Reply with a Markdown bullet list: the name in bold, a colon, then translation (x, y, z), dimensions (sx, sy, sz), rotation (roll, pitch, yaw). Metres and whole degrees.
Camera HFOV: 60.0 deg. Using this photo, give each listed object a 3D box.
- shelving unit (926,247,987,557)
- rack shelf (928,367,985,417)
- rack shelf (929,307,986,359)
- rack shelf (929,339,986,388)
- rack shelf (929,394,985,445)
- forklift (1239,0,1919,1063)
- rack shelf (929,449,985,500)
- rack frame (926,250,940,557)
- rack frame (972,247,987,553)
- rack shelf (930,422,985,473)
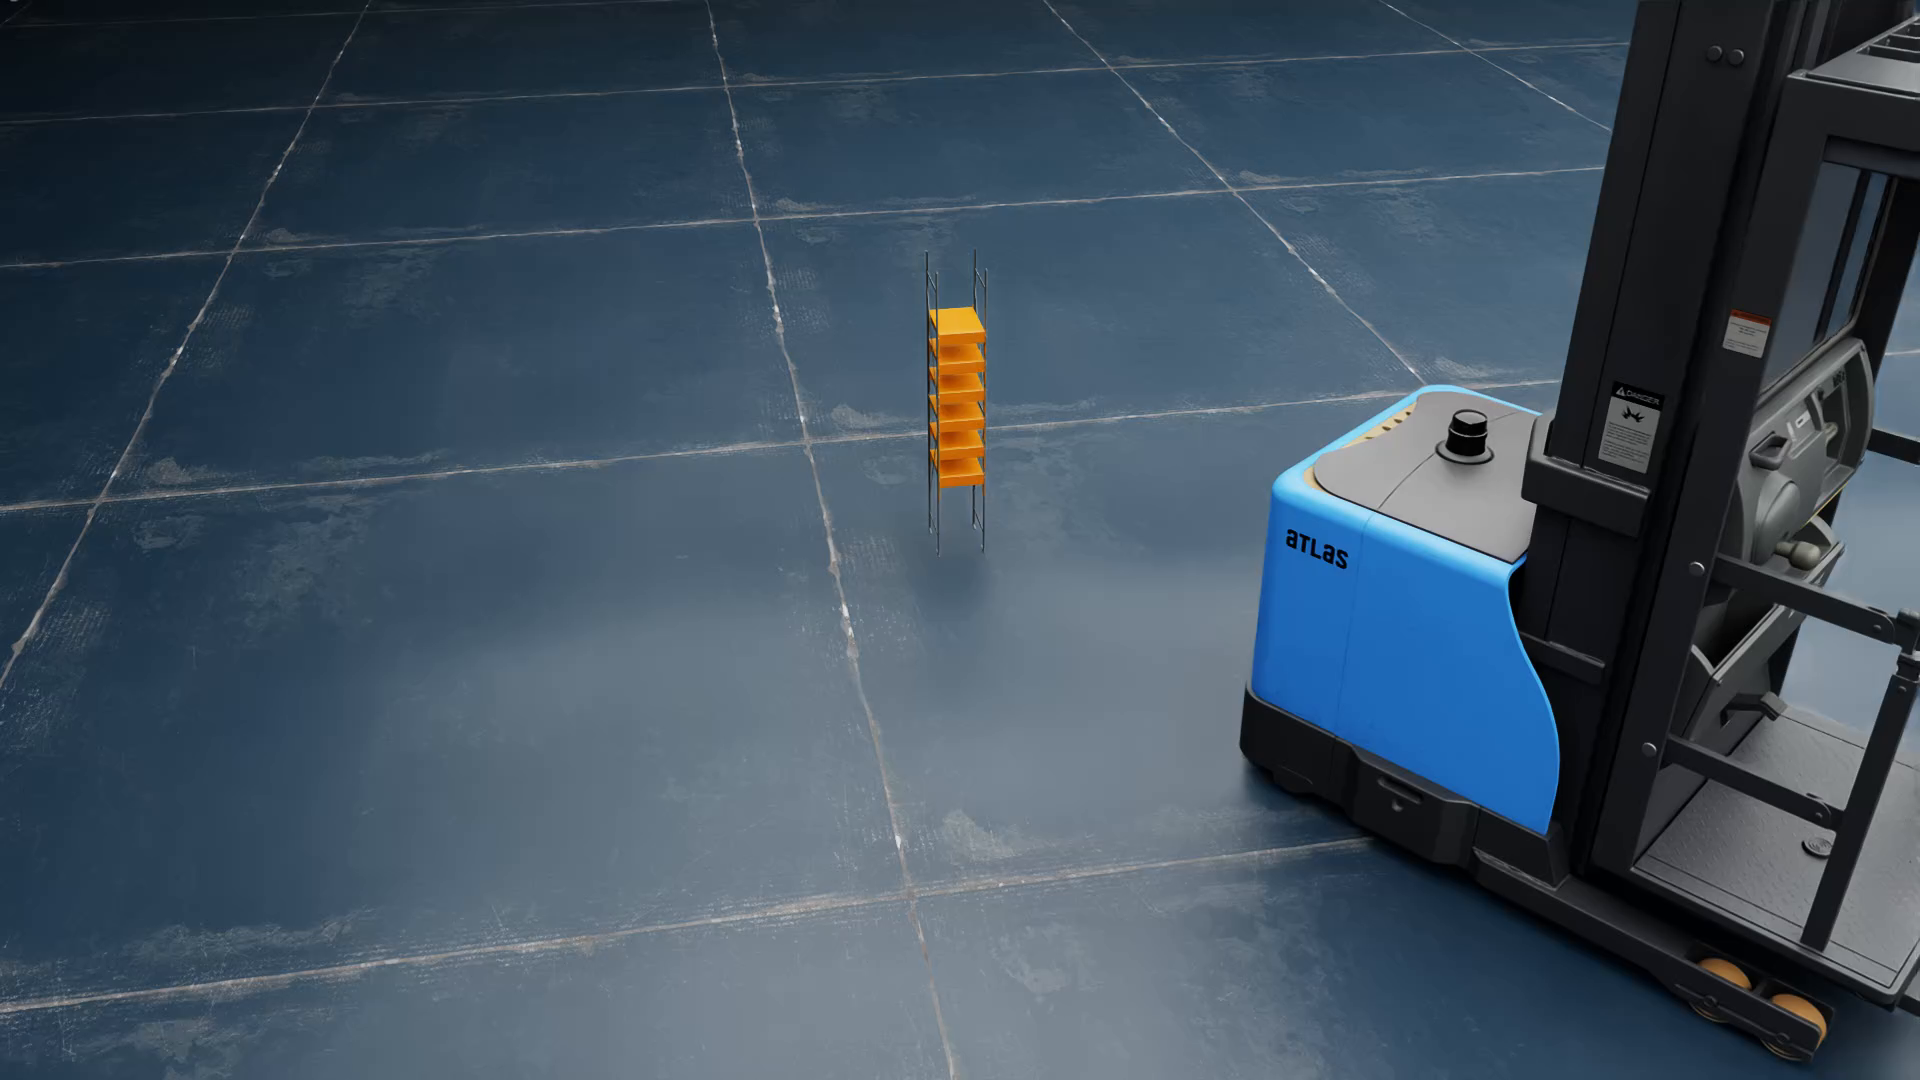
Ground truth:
- **shelving unit**: translation (-0.014, -0.516, 6.444), dimensions (0.189, 1.200, 0.258), rotation (-5, 31, -9)
- **rack shelf**: translation (-0.014, -0.581, 6.405), dimensions (0.180, 0.103, 0.258), rotation (-5, 31, -9)
- **rack shelf**: translation (-0.014, -0.788, 6.284), dimensions (0.180, 0.103, 0.258), rotation (-5, 31, -9)
- **rack shelf**: translation (-0.014, -0.684, 6.344), dimensions (0.180, 0.103, 0.258), rotation (-5, 31, -9)
- **rack shelf**: translation (-0.014, -0.478, 6.466), dimensions (0.180, 0.103, 0.258), rotation (-5, 31, -9)
- **forklift**: translation (2.337, -0.189, 4.179), dimensions (3.031, 2.935, 1.130), rotation (25, 39, 36)
- **rack shelf**: translation (-0.014, -0.271, 6.588), dimensions (0.180, 0.103, 0.258), rotation (-5, 31, -9)
- **rack frame**: translation (-0.104, -0.508, 6.429), dimensions (0.006, 1.200, 0.240), rotation (-5, 31, -9)
- **rack frame**: translation (0.076, -0.524, 6.458), dimensions (0.006, 1.200, 0.240), rotation (-5, 31, -9)
- **rack shelf**: translation (-0.014, -0.374, 6.527), dimensions (0.180, 0.103, 0.258), rotation (-5, 31, -9)
